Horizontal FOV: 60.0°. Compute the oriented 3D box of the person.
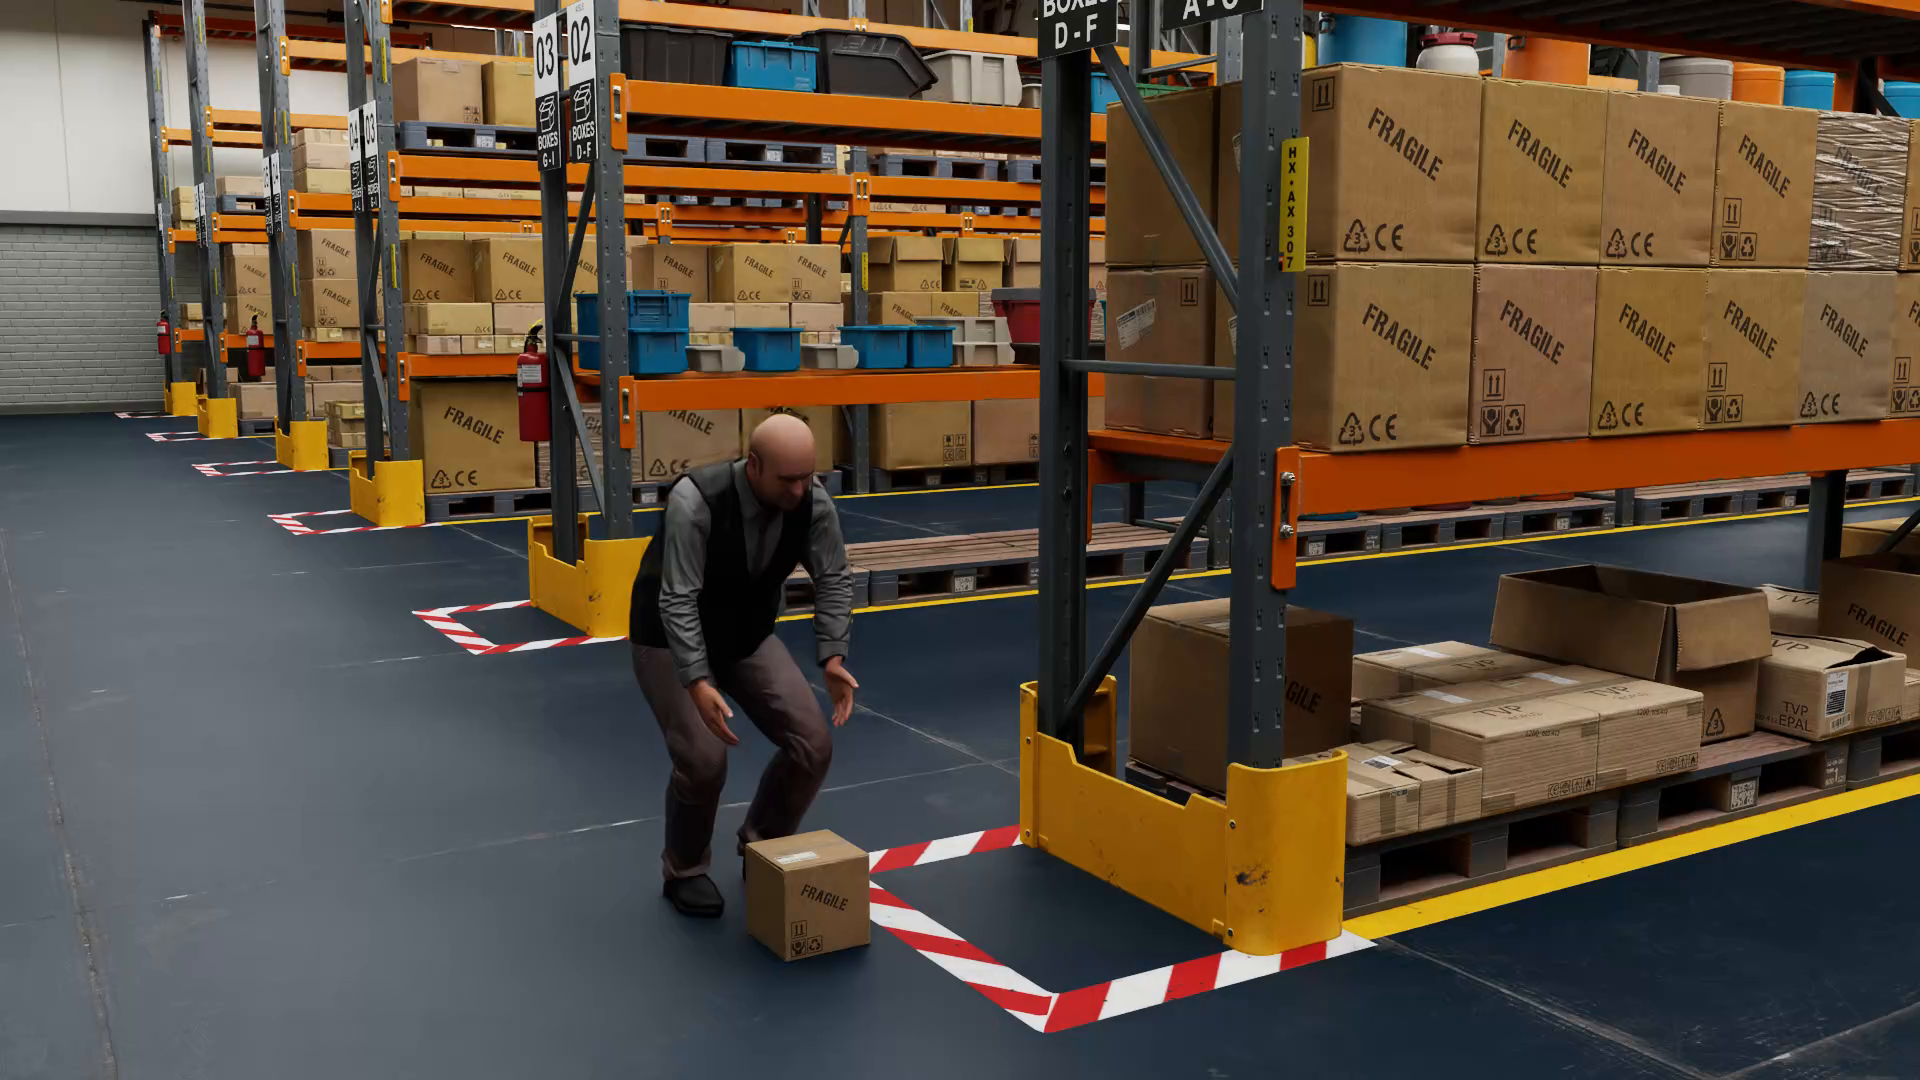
[{"bbox_3d":[-0.616,0.331,4.729,0.591,1.404,0.709,-5,10,-33],"label":"person"}]
